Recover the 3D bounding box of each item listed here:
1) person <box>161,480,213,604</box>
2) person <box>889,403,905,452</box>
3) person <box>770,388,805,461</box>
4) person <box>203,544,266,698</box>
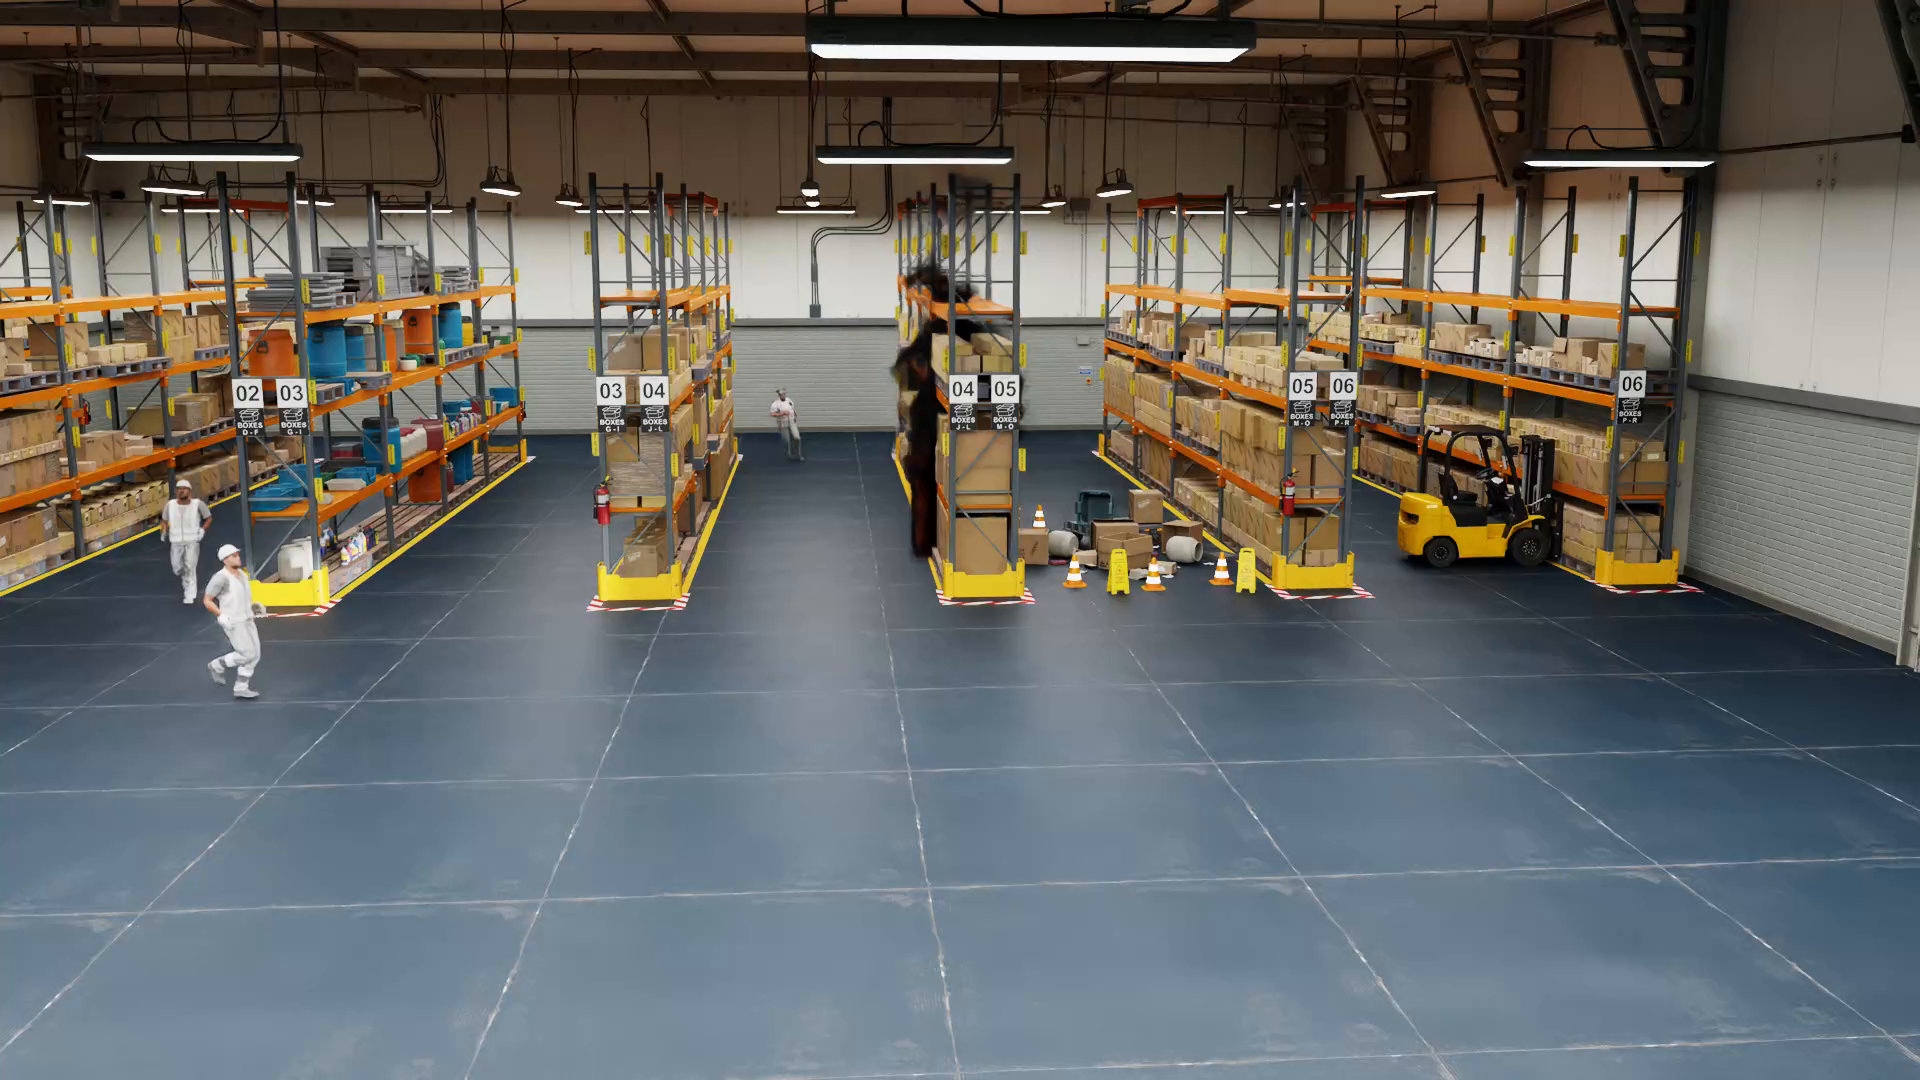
[{"bbox_3d":[-10.989,0.011,23.633,0.677,1.731,0.756,-2,10,-12],"label":"person"},{"bbox_3d":[-1.308,-2.938,40.856,0.785,1.614,0.555,-3,11,-18],"label":"person"},{"bbox_3d":[-4.111,-2.712,39.220,0.785,1.778,0.687,-5,11,-25],"label":"person"},{"bbox_3d":[-8.102,0.907,18.581,0.601,1.738,0.657,2,10,11],"label":"person"}]
